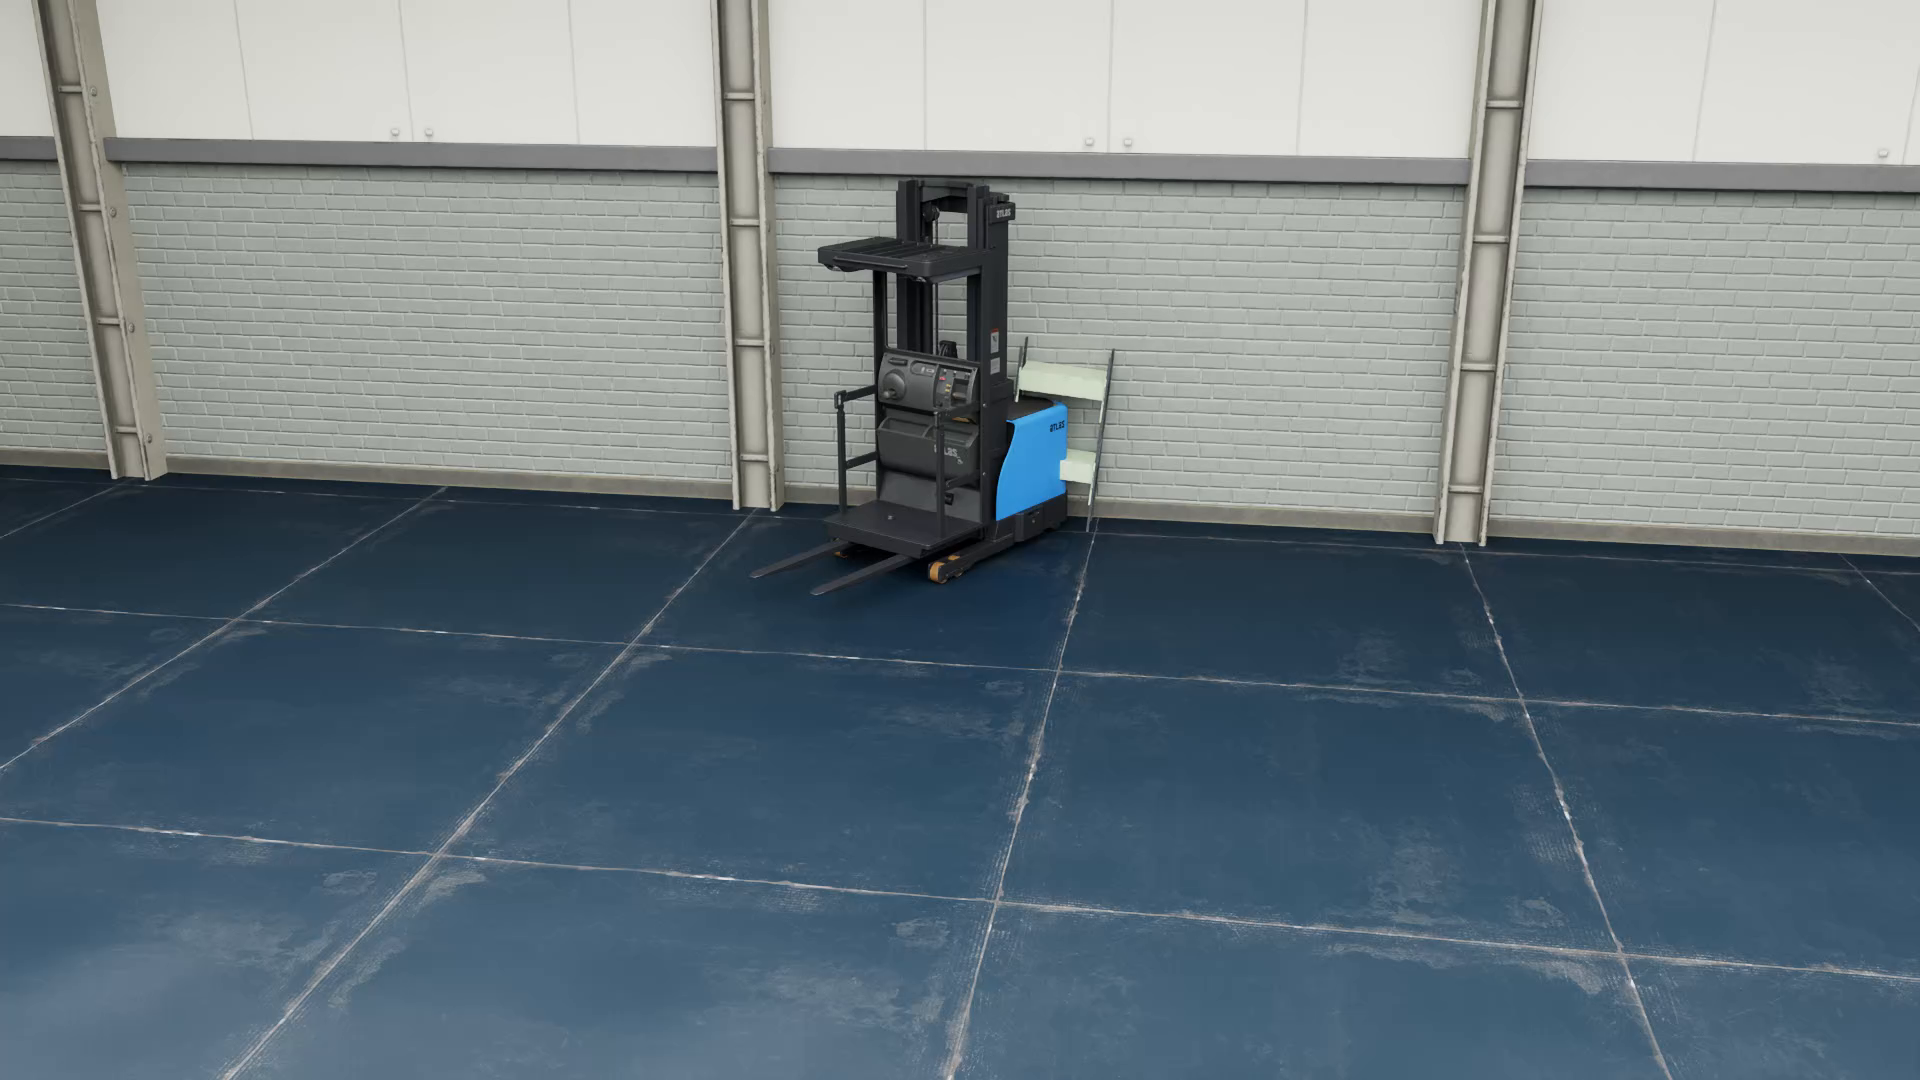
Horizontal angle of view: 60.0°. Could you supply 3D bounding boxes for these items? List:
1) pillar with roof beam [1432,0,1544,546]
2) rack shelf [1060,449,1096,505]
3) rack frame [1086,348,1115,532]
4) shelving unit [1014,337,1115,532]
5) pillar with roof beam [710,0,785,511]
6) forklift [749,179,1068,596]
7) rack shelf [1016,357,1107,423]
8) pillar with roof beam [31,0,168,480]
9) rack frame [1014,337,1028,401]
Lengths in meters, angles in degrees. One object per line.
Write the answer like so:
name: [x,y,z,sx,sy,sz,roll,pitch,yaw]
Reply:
pillar with roof beam: [3.464,-2.927,8.368,0.400,9.000,9.100,3,19,9]
rack shelf: [0.785,-0.582,14.097,0.720,0.370,0.431,8,20,7]
rack frame: [1.177,-0.834,13.946,0.023,1.500,0.400,8,20,7]
shelving unit: [0.818,-0.888,13.989,0.755,1.500,0.431,8,20,7]
pillar with roof beam: [-2.460,-3.229,9.270,0.400,9.000,9.100,3,19,9]
forklift: [-0.381,-1.231,12.863,1.130,2.935,3.031,14,23,35]
rack shelf: [0.857,-1.254,13.859,0.720,0.370,0.431,8,20,7]
pillar with roof beam: [-8.384,-3.530,10.173,0.400,9.000,9.100,3,19,9]
rack frame: [0.458,-0.942,14.032,0.023,1.500,0.400,8,20,7]
